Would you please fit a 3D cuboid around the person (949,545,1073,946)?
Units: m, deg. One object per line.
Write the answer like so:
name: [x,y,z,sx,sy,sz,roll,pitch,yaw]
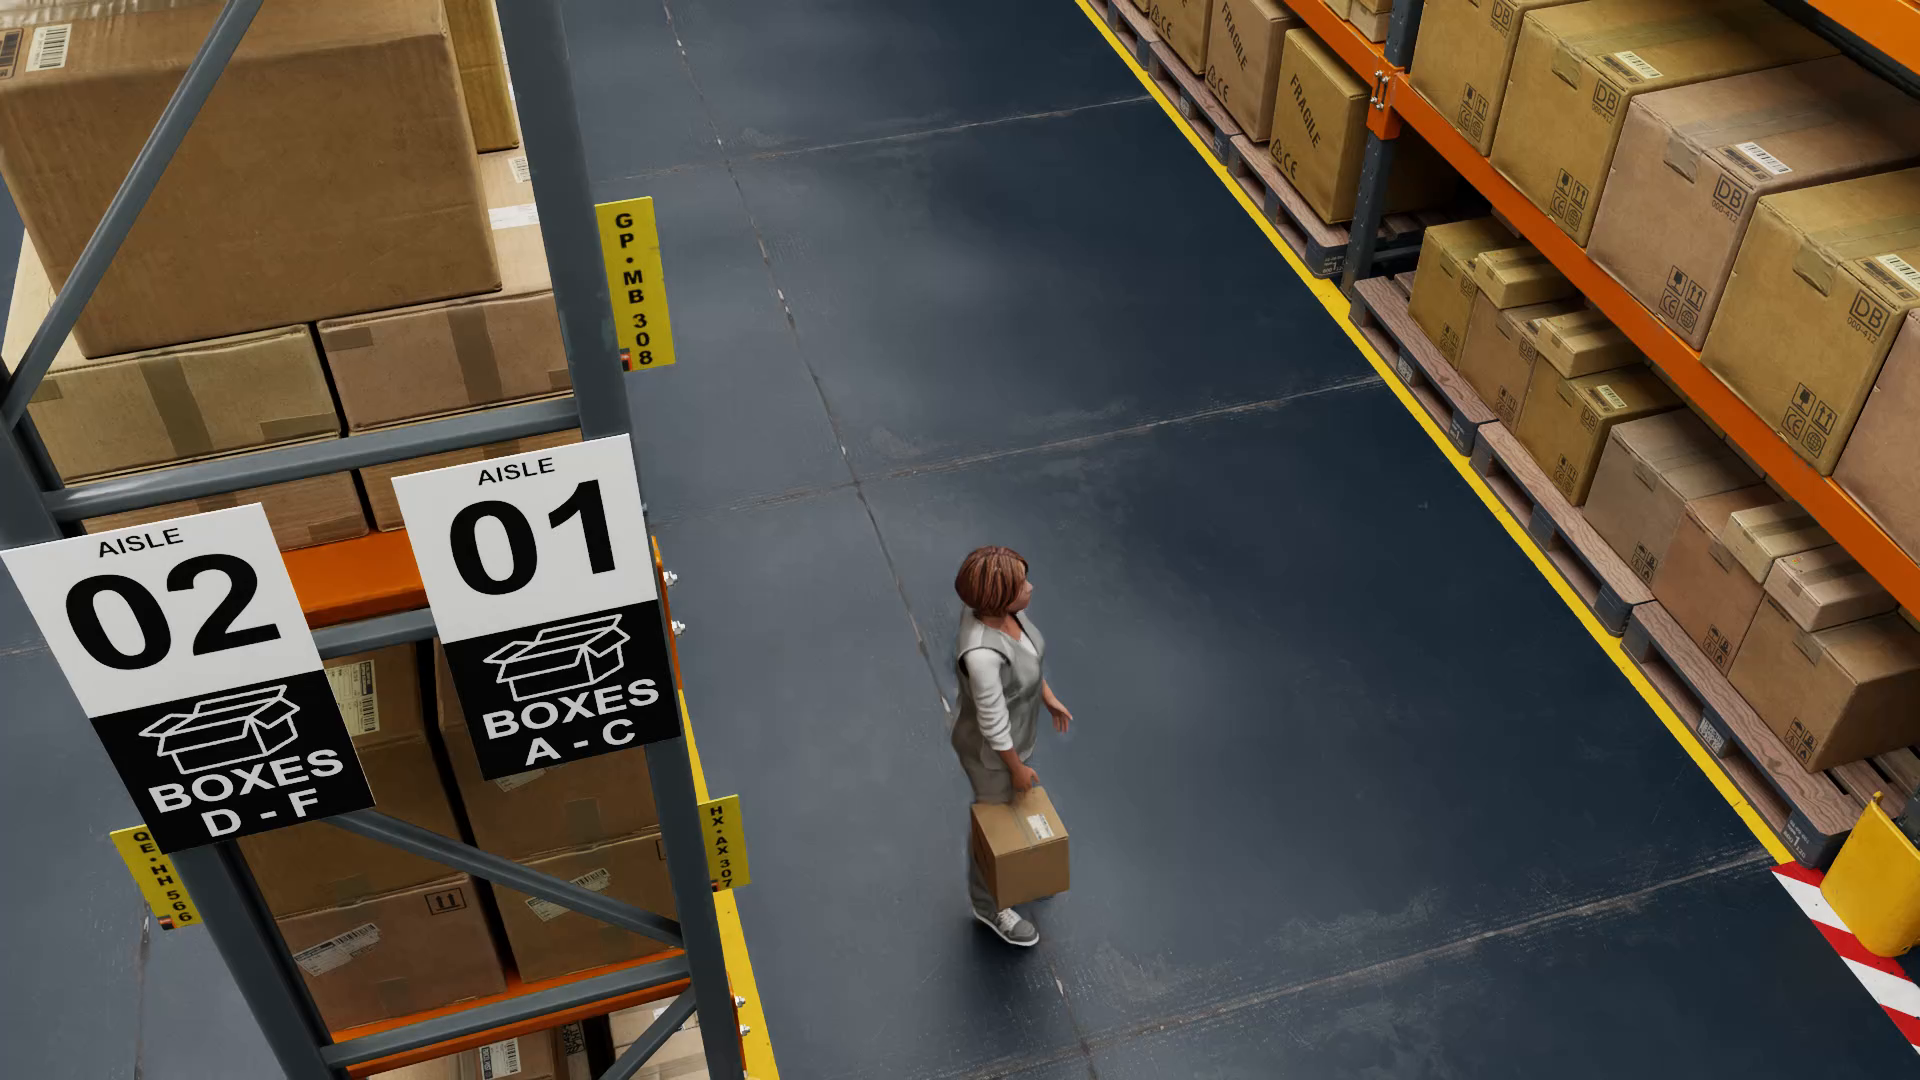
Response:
person: [0.157,0.665,5.424,0.396,1.608,0.472,6,43,6]
